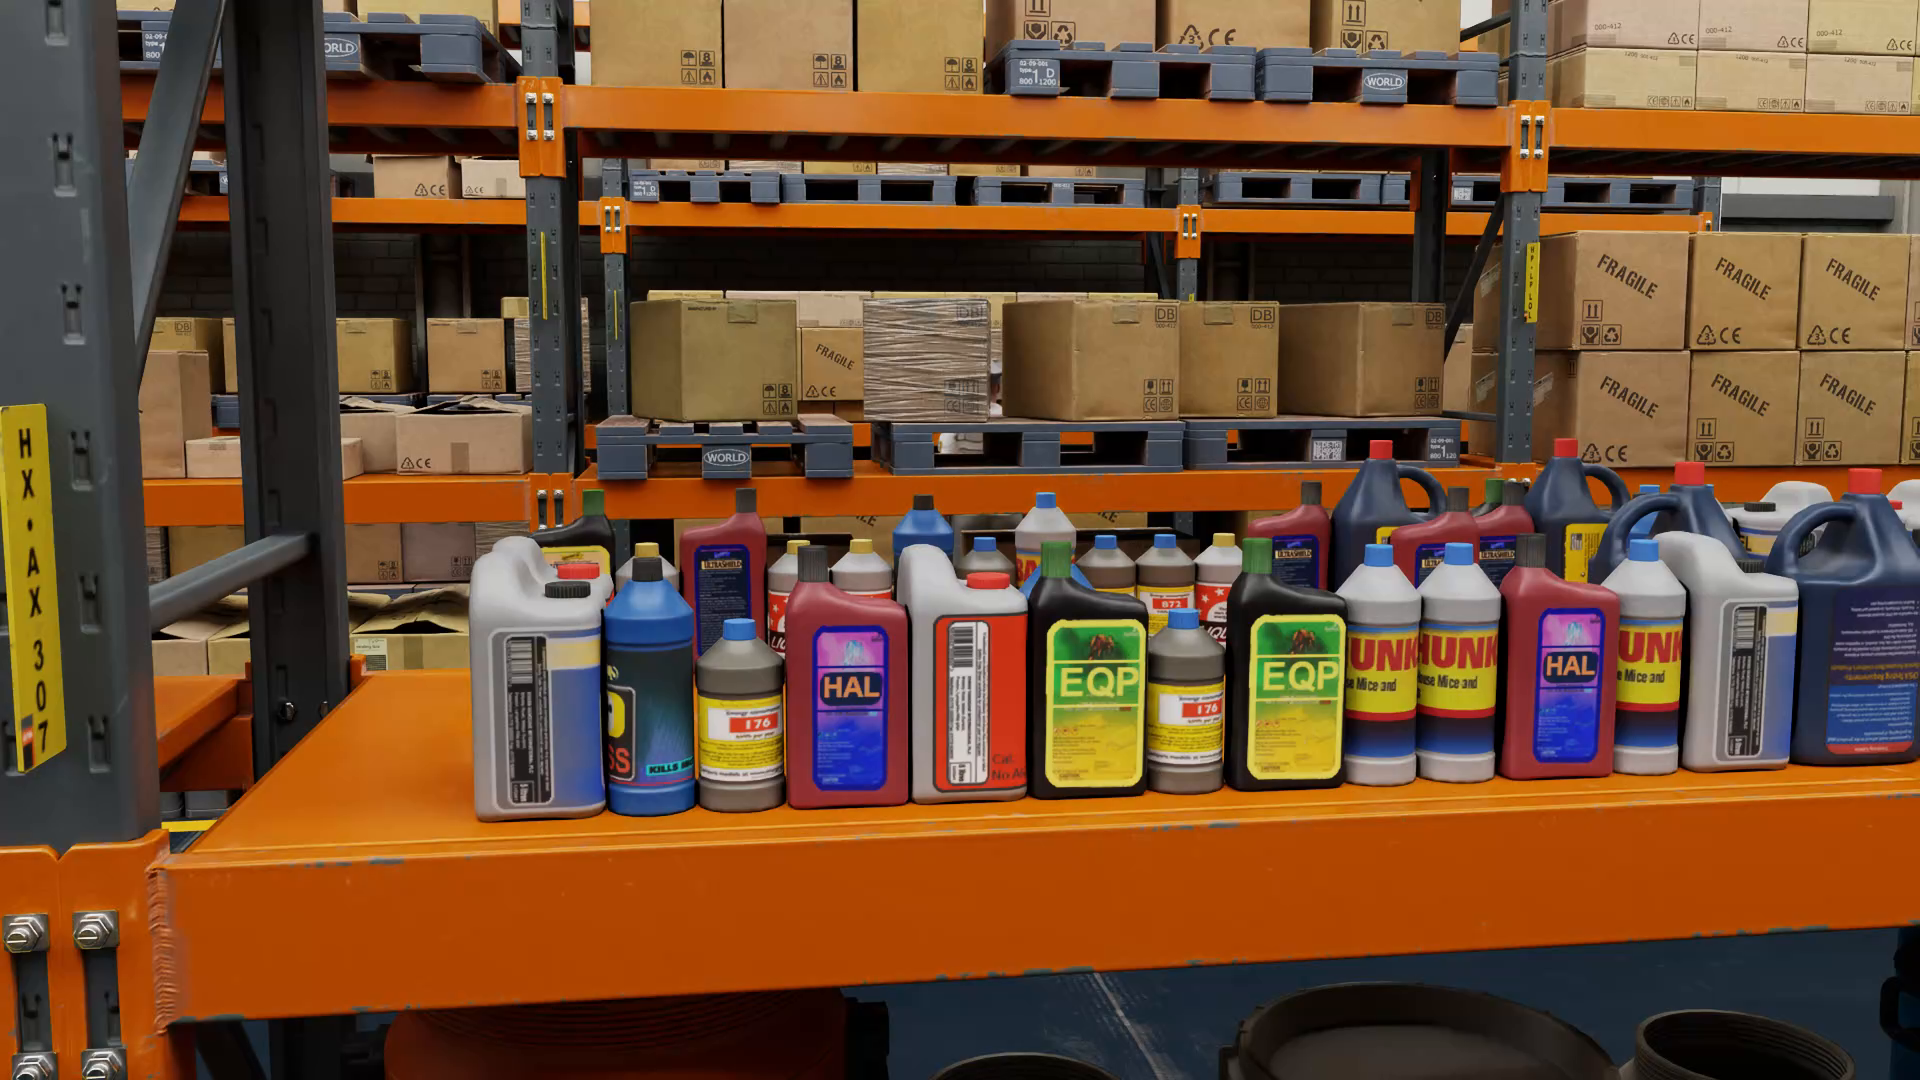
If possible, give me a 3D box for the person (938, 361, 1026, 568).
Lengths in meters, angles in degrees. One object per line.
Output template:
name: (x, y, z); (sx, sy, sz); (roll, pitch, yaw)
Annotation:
person: (0.127, -0.130, 9.319); (0.527, 1.764, 0.400); (-1, 6, -8)
